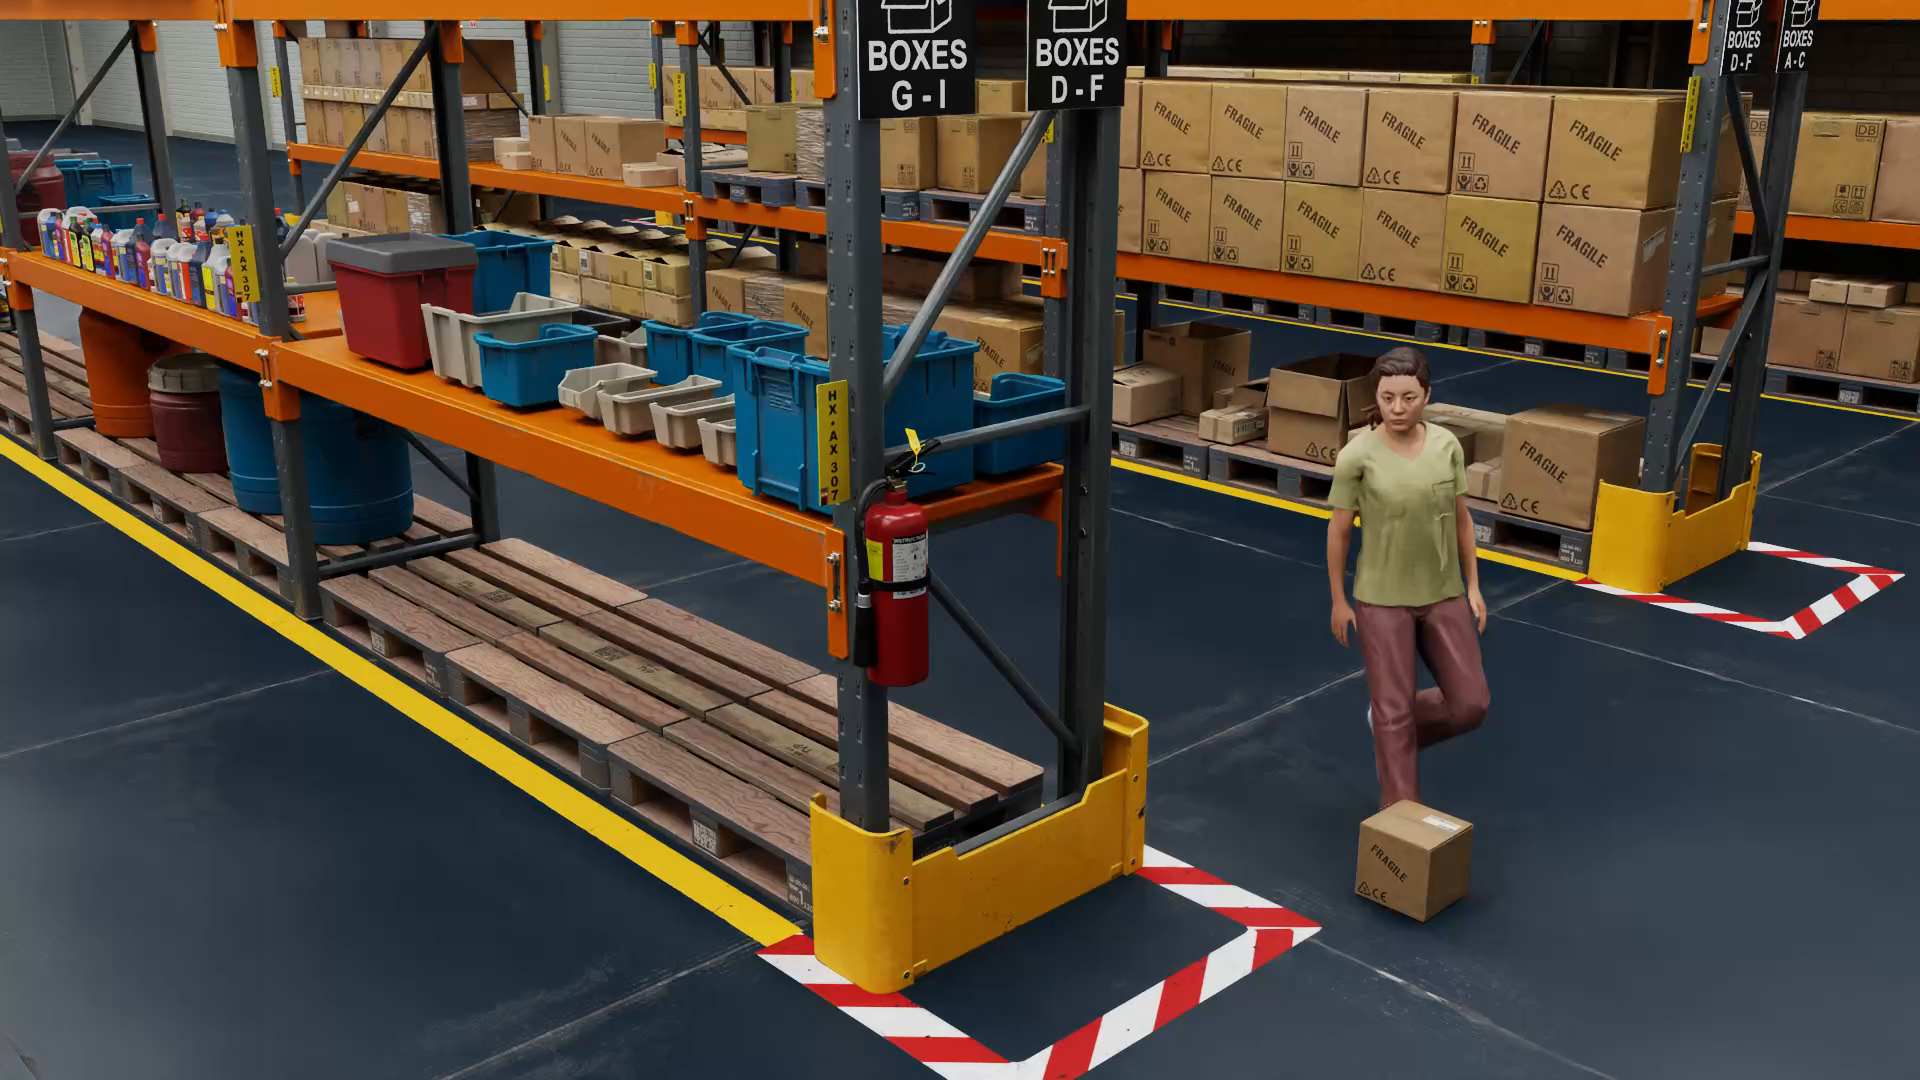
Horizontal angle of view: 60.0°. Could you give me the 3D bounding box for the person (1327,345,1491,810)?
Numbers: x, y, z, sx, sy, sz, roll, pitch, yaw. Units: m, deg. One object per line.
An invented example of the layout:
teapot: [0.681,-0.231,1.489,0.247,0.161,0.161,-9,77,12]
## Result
person: [1.459,0.188,5.344,0.510,1.600,0.678,-2,18,-7]
